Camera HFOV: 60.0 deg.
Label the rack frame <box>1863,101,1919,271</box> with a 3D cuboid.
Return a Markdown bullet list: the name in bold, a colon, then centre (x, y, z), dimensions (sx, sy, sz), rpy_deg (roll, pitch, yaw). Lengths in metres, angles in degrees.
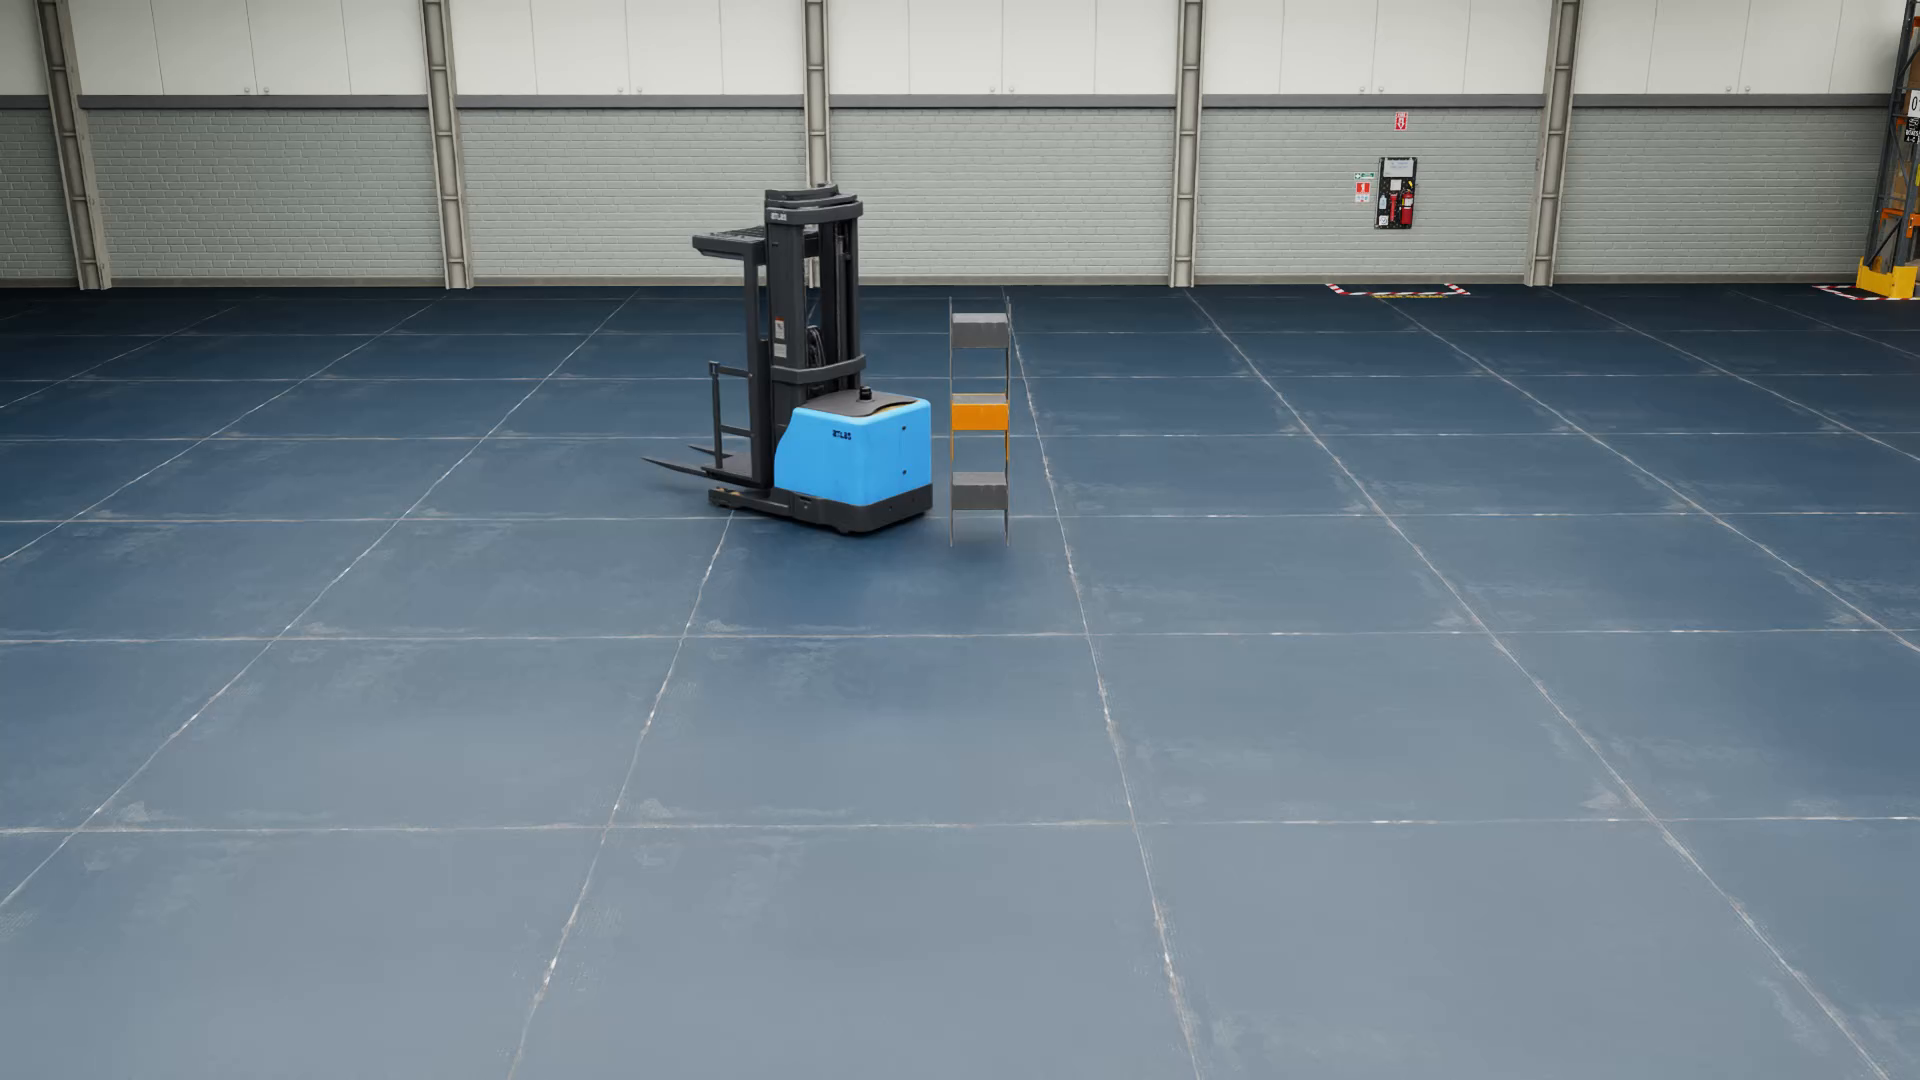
- **rack frame**: centre (15.006, -5.473, 26.698), dimensions (0.127, 3.000, 1.000), rpy_deg (0, 18, -1)

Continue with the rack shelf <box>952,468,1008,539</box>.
- **rack shelf**: centre (0.166, -0.321, 14.447), dimensions (0.480, 0.518, 0.431), rpy_deg (0, 18, -1)

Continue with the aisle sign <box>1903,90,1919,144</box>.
- **aisle sign**: centre (14.939, -6.619, 26.014), dimensions (0.004, 0.787, 0.394), rpy_deg (0, 18, -1)

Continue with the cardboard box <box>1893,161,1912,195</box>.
- **cardboard box**: centre (15.474, -5.835, 26.813), dimensions (0.500, 0.500, 0.500), rpy_deg (0, 18, -1)

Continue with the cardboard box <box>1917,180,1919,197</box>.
- **cardboard box**: centre (15.489, -5.679, 26.324), dimensions (0.500, 0.500, 0.500), rpy_deg (0, 18, -1)

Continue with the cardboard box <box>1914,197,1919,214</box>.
- **cardboard box**: centre (15.499, -5.317, 26.423), dimensions (0.500, 0.250, 0.500), rpy_deg (-1, 18, -2)

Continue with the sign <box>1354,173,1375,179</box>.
- **sign**: centre (6.672, -6.007, 27.436), dimensions (0.331, 0.109, 0.001), rpy_deg (0, 18, -1)

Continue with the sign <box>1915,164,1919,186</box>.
- **sign**: centre (15.015, -5.720, 26.049), dimensions (0.005, 0.325, 0.100), rpy_deg (0, 18, -1)

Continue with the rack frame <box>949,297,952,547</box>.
- **rack frame**: centre (-0.078, -0.999, 14.226), dimensions (0.015, 2.100, 0.400), rpy_deg (0, 18, -1)

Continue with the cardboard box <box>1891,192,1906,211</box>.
- **cardboard box**: centre (15.471, -5.473, 26.910), dimensions (0.500, 0.250, 0.500), rpy_deg (0, 18, 0)

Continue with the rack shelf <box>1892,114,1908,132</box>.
- **rack shelf**: centre (17.006, -6.568, 26.380), dimensions (4.000, 0.370, 1.077), rpy_deg (0, 18, -1)

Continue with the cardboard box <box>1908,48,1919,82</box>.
- **cardboard box**: centre (15.433, -7.516, 26.324), dimensions (0.500, 0.500, 0.500), rpy_deg (1, 18, 2)

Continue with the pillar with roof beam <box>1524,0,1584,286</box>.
- **pillar with roof beam**: centre (9.761, -7.253, 22.427), dimensions (0.400, 9.000, 9.100), rpy_deg (0, 18, -1)

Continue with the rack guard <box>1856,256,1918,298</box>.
- **rack guard**: centre (15.082, -4.283, 27.081), dimensions (0.348, 0.500, 1.175), rpy_deg (0, 18, -1)

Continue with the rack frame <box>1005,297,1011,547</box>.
- **rack frame**: centre (0.409, -1.002, 14.233), dimensions (0.015, 2.100, 0.400), rpy_deg (0, 18, -1)

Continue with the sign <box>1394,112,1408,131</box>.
- **sign**: centre (7.212, -6.846, 27.182), dimensions (0.199, 0.298, 0.001), rpy_deg (0, 18, -1)

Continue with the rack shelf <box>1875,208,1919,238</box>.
- **rack shelf**: centre (17.006, -5.140, 26.838), dimensions (4.000, 0.370, 1.077), rpy_deg (0, 18, -1)

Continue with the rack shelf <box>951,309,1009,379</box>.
- **rack shelf**: centre (0.166, -1.654, 14.020), dimensions (0.480, 0.518, 0.431), rpy_deg (0, 18, -1)

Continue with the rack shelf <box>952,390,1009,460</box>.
- **rack shelf**: centre (0.166, -0.988, 14.233), dimensions (0.480, 0.518, 0.431), rpy_deg (0, 18, -1)

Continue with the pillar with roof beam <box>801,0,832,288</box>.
- **pillar with roof beam**: centre (-2.237, -7.196, 22.246), dimensions (0.400, 9.000, 9.100), rpy_deg (0, 18, -1)

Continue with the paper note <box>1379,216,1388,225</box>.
- **paper note**: centre (7.044, -5.312, 27.639), dimensions (0.142, 0.148, 0.016), rpy_deg (0, 18, -1)

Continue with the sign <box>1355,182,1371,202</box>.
- **sign**: centre (6.667, -5.757, 27.526), dimensions (0.234, 0.329, 0.001), rpy_deg (0, 18, -1)

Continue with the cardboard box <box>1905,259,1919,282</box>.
- **cardboard box**: centre (15.700, -4.378, 26.966), dimensions (0.500, 0.311, 0.500), rpy_deg (-2, 18, -7)

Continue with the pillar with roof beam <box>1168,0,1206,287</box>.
- **pillar with roof beam**: centre (3.762, -7.225, 22.337), dimensions (0.400, 9.000, 9.100), rpy_deg (0, 18, -1)

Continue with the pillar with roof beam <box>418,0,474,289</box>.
- **pillar with roof beam**: centre (-8.236, -7.167, 22.156), dimensions (0.400, 9.000, 9.100), rpy_deg (0, 18, -1)

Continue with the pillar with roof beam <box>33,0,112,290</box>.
- **pillar with roof beam**: centre (-14.236, -7.138, 22.066), dimensions (0.400, 9.000, 9.100), rpy_deg (0, 18, -1)

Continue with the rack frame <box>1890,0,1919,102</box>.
- **rack frame**: centre (15.006, -8.330, 25.782), dimensions (0.127, 3.000, 1.000), rpy_deg (0, 18, -1)

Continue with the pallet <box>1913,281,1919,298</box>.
- **pallet**: centre (15.895, -4.139, 27.104), dimensions (1.213, 0.211, 1.003), rpy_deg (0, 18, -1)

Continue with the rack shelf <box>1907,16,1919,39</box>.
- **rack shelf**: centre (17.006, -7.995, 25.922), dimensions (4.000, 0.370, 1.077), rpy_deg (0, 18, -1)

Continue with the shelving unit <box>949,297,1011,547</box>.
- **shelving unit**: centre (0.166, -1.001, 14.229), dimensions (0.503, 2.100, 0.431), rpy_deg (0, 18, -1)

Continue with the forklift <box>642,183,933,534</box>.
- **forklift**: centre (-1.724, -1.791, 15.331), dimensions (3.031, 2.935, 1.130), rpy_deg (13, 22, 36)

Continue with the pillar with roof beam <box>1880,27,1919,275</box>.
- **pillar with roof beam**: centre (15.761, -7.282, 22.517), dimensions (0.400, 9.000, 9.100), rpy_deg (0, 18, -1)

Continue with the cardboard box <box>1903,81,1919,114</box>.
- **cardboard box**: centre (15.420, -7.038, 26.469), dimensions (0.500, 0.500, 0.500), rpy_deg (1, 18, 3)

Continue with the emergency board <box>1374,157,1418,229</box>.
- **emergency board**: centre (7.222, -5.711, 27.441), dimensions (0.643, 1.169, 0.194), rpy_deg (0, 18, -1)
